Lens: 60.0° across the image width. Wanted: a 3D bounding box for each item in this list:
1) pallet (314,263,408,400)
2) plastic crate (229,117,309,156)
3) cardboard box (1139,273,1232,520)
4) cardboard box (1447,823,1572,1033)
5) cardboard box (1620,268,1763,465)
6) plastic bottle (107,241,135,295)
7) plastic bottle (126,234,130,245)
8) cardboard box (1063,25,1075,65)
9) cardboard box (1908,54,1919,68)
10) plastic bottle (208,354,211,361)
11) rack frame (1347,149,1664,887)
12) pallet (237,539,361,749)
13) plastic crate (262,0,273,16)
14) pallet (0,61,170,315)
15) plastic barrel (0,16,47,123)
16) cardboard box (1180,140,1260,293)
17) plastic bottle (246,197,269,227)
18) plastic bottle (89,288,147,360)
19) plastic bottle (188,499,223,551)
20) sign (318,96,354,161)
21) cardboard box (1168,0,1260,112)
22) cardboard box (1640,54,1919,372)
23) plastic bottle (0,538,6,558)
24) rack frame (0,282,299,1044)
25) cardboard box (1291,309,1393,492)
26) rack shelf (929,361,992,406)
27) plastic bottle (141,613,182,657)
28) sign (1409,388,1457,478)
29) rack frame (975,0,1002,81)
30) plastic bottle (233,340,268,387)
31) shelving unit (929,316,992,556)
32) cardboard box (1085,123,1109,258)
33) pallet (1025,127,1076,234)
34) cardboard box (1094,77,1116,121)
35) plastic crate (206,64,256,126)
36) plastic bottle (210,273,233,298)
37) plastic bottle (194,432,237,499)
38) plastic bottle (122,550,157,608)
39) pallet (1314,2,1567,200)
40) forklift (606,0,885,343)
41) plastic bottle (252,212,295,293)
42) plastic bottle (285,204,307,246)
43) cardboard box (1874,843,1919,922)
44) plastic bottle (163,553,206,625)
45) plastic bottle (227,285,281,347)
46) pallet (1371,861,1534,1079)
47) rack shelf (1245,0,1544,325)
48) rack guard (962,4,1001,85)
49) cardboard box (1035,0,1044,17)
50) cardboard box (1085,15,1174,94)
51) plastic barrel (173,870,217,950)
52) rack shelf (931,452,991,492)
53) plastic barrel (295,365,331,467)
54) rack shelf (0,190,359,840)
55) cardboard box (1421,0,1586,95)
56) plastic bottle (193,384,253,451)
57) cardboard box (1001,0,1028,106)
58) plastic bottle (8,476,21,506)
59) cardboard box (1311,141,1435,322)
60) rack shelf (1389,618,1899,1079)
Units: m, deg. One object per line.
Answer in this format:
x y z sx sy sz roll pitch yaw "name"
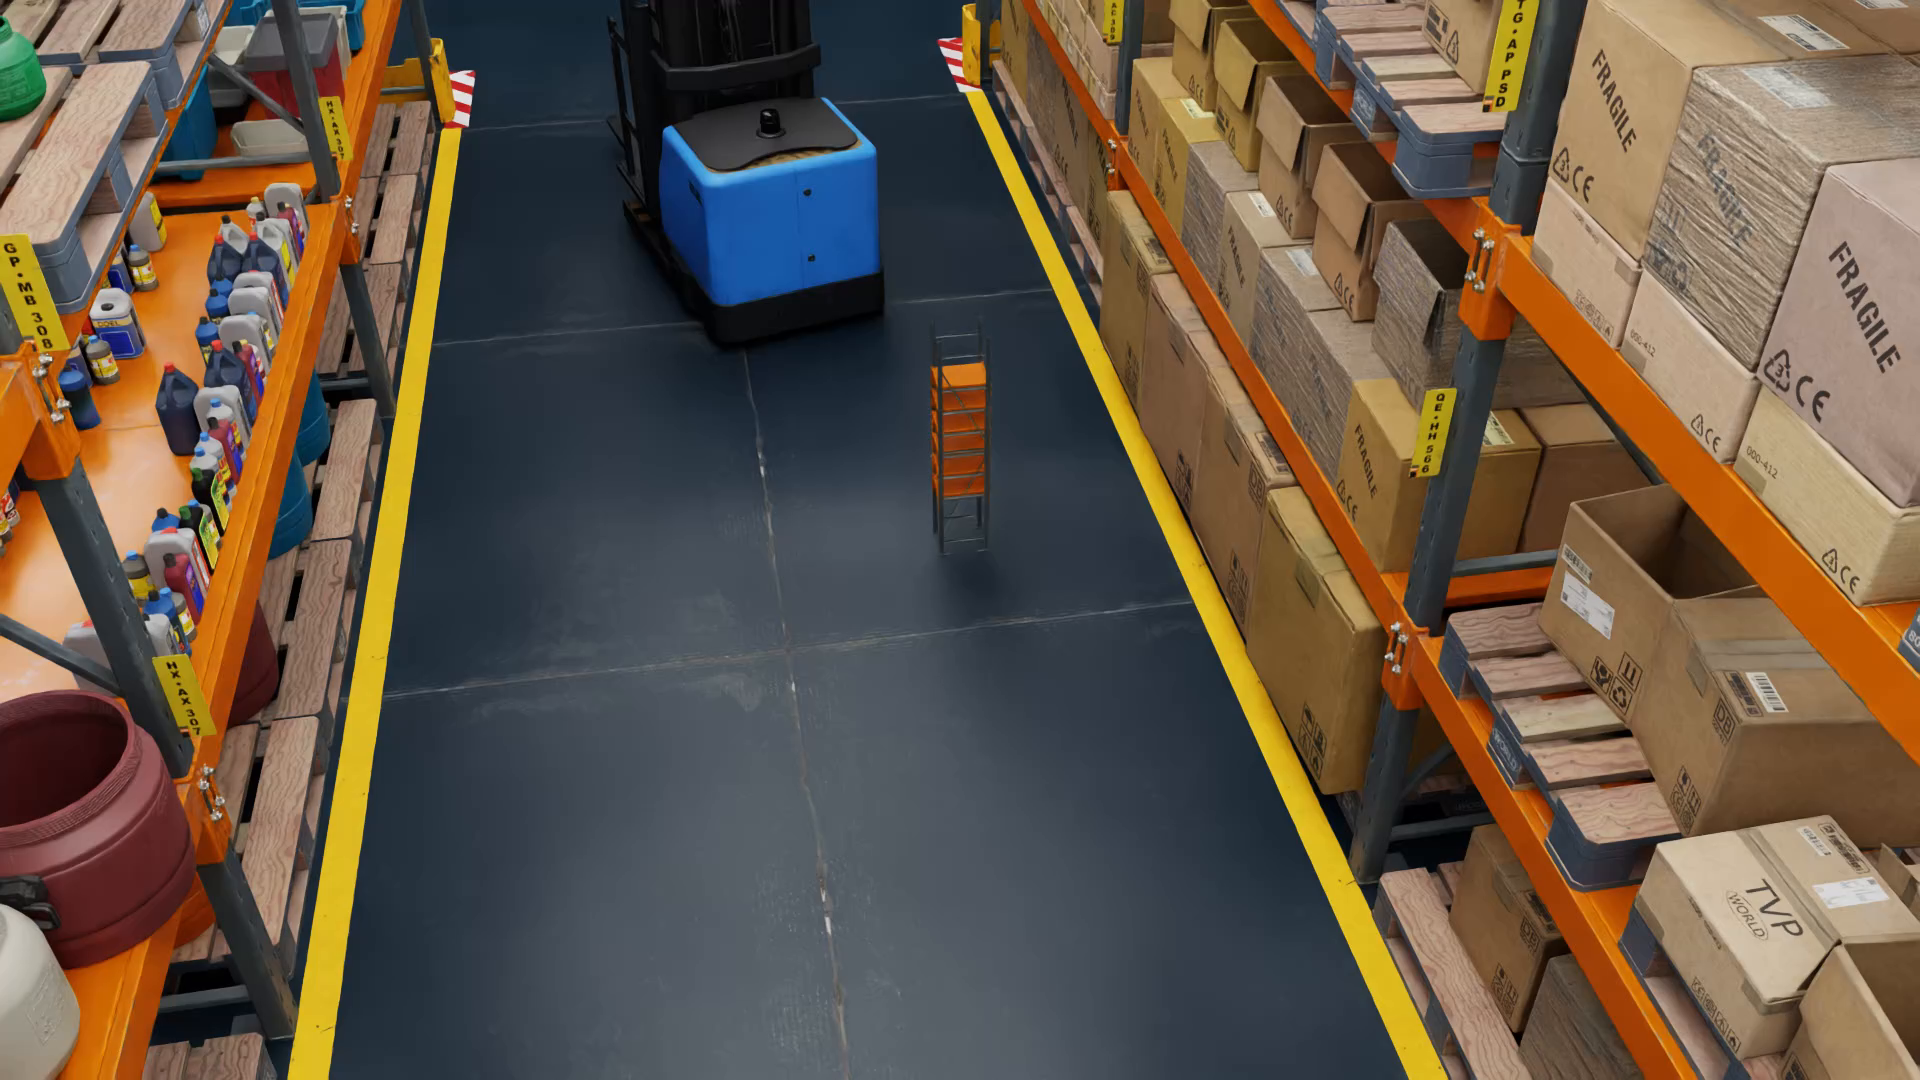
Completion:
-3.724 -1.158 9.469 1.003 0.211 1.213 -6 38 -8 "pallet"
-3.498 -2.036 8.491 0.396 0.136 0.243 -6 38 -8 "plastic crate"
1.609 -0.755 8.066 1.225 0.875 0.875 -7 38 -10 "cardboard box"
2.158 1.280 5.737 0.700 0.500 0.500 -8 39 -10 "cardboard box"
1.942 -0.440 3.949 0.500 0.250 0.500 -5 38 -7 "cardboard box"
-3.787 -1.229 7.388 0.152 0.276 0.135 -6 38 -8 "plastic bottle"
-3.912 -1.506 7.739 0.061 0.283 0.133 -6 38 -8 "plastic bottle"
0.808 -2.868 9.601 0.380 0.149 0.250 -6 38 -7 "cardboard box"
2.451 -0.788 3.785 0.500 0.500 0.500 -6 38 -8 "cardboard box"
-2.942 -0.665 6.665 0.097 0.271 0.097 0 38 0 "plastic bottle"
2.021 0.064 5.623 1.000 3.000 0.127 -6 38 -8 "rack frame"
-3.245 0.491 7.346 1.003 0.211 1.213 -6 38 -8 "pallet"
-4.308 -3.213 9.929 0.416 0.233 0.300 -6 38 -8 "plastic crate"
-2.893 -0.986 4.683 1.003 0.211 1.213 -6 38 -8 "pallet"
-2.815 -1.357 4.791 0.294 0.245 0.294 0 38 0 "plastic barrel"
1.330 -1.481 7.530 0.500 0.500 0.500 -7 38 -9 "cardboard box"
-3.289 -1.513 7.814 0.097 0.201 0.097 0 38 0 "plastic bottle"
-3.539 -0.907 6.974 0.152 0.276 0.135 -6 38 -8 "plastic bottle"
-2.711 -0.054 5.937 0.097 0.201 0.097 0 38 0 "plastic bottle"
-3.015 -1.987 8.037 0.100 0.325 0.005 -6 38 -8 "sign"
1.440 -2.403 7.899 0.797 0.503 0.637 -7 38 -9 "cardboard box"
1.935 -0.739 3.723 0.500 0.500 0.500 -6 38 -8 "cardboard box"
-3.474 -0.028 5.904 0.097 0.201 0.097 0 38 0 "plastic bottle"
-2.855 0.597 4.937 1.000 3.000 0.127 -6 38 -8 "rack frame"
1.609 -0.549 6.330 0.500 0.500 0.500 -7 38 -8 "cardboard box"
0.003 -0.714 7.577 0.258 0.103 0.180 -6 38 -8 "rack shelf"
-2.613 0.349 5.356 0.152 0.276 0.135 -6 38 -8 "plastic bottle"
1.475 -0.332 5.188 0.100 0.325 0.005 -6 38 -8 "sign"
0.618 -4.768 11.843 1.000 3.000 0.127 -6 38 -8 "rack frame"
-2.905 -0.724 6.799 0.097 0.201 0.097 0 38 0 "plastic bottle"
0.003 -0.465 7.771 0.258 1.200 0.189 -6 38 -8 "shelving unit"
1.283 -2.086 9.780 0.875 0.875 0.875 -6 38 -8 "cardboard box"
1.046 -2.457 11.141 1.003 0.211 1.213 -6 38 -8 "pallet"
0.944 -2.402 9.001 0.380 0.149 0.250 -6 38 -8 "cardboard box"
-4.017 -2.382 8.946 0.437 0.125 0.590 -6 38 -8 "plastic crate"
-3.136 -1.015 7.117 0.097 0.271 0.097 0 38 0 "plastic bottle"
-2.768 -0.280 6.170 0.097 0.271 0.097 0 38 0 "plastic bottle"
-2.814 0.124 5.707 0.097 0.201 0.097 0 38 0 "plastic bottle"
1.856 -1.429 5.254 1.213 0.211 1.003 -5 38 -6 "pallet"
-1.523 -3.179 9.853 1.130 2.935 3.031 -16 41 -19 "forklift"
-3.073 -1.280 7.393 0.144 0.351 0.185 -6 38 -8 "plastic bottle"
-3.122 -1.471 7.760 0.097 0.201 0.097 0 38 0 "plastic bottle"
2.579 0.929 4.276 0.396 0.266 0.258 -7 38 -9 "cardboard box"
-2.626 0.143 5.616 0.061 0.283 0.133 -6 38 -8 "plastic bottle"
-2.993 -0.961 7.043 0.152 0.276 0.135 -6 38 -8 "plastic bottle"
2.156 1.637 5.871 1.003 0.211 1.213 -6 38 -8 "pallet"
1.670 -2.045 6.478 1.077 0.370 4.000 -6 38 -8 "rack shelf"
0.614 -3.796 12.628 1.175 0.500 0.348 -6 38 -8 "rack guard"
0.674 -3.332 10.199 0.380 0.149 0.250 -6 38 -7 "cardboard box"
0.984 -2.649 8.994 0.500 0.250 0.500 -7 38 -9 "cardboard box"
-2.958 0.994 5.852 0.600 0.830 0.708 -6 38 -8 "plastic barrel"
0.003 -0.335 7.871 0.258 0.103 0.180 -6 38 -8 "rack shelf"
-3.478 -0.826 8.137 0.600 0.901 0.708 -6 38 -8 "plastic barrel"
-3.206 -0.327 6.713 1.077 0.370 4.000 -6 38 -8 "rack shelf"
1.843 -1.688 5.006 0.797 0.503 0.637 -4 38 -5 "cardboard box"
-2.856 -0.488 6.435 0.152 0.276 0.135 -6 38 -8 "plastic bottle"
0.809 -3.717 11.879 0.875 0.875 0.875 -6 38 -8 "cardboard box"
-3.547 -0.246 6.117 0.061 0.283 0.133 -6 38 -8 "plastic bottle"
1.797 -1.209 6.362 0.797 0.503 0.637 -5 38 -7 "cardboard box"
2.371 1.556 4.289 1.077 0.370 4.000 -6 38 -8 "rack shelf"
